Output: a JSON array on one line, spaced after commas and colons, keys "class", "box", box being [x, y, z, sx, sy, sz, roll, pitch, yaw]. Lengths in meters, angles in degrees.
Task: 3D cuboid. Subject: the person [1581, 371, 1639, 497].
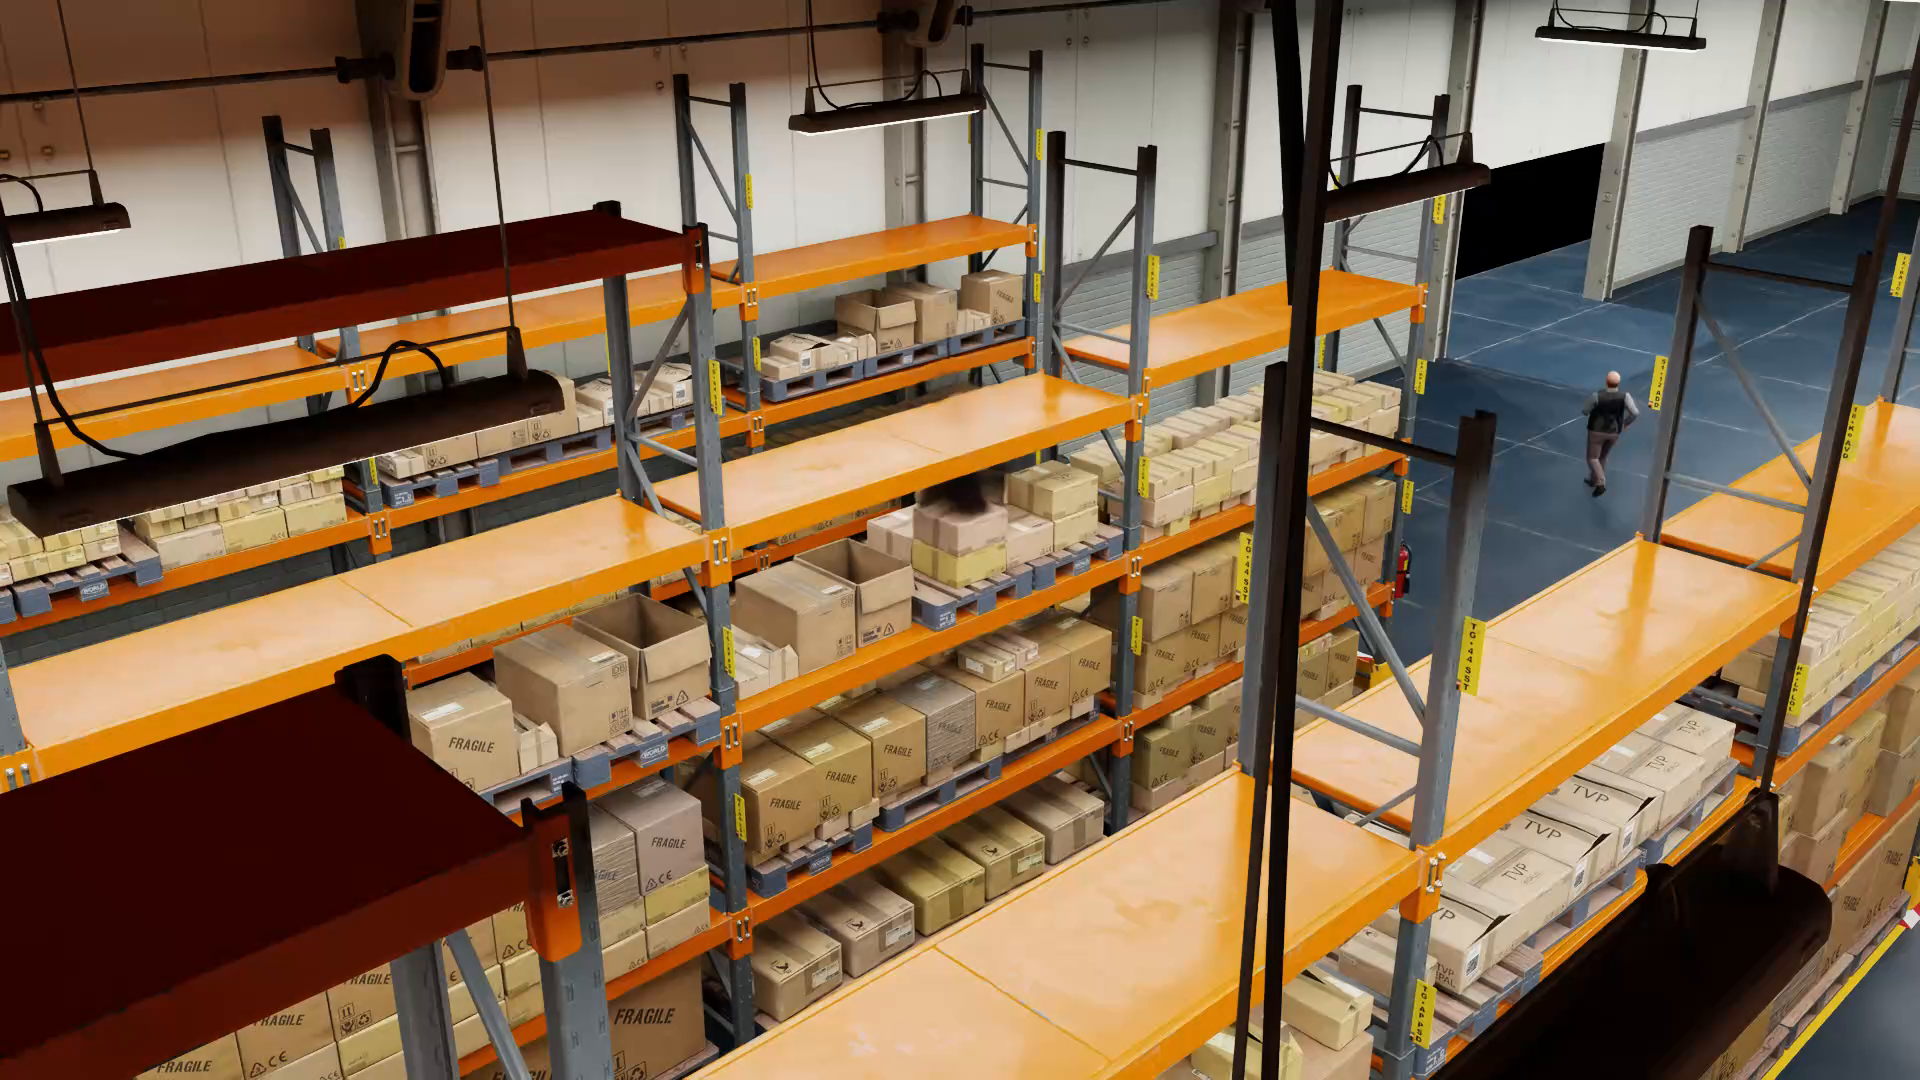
[{"class": "person", "box": [8.508, -1.410, 21.965, 0.659, 1.696, 0.969, 0, 22, 0]}]
